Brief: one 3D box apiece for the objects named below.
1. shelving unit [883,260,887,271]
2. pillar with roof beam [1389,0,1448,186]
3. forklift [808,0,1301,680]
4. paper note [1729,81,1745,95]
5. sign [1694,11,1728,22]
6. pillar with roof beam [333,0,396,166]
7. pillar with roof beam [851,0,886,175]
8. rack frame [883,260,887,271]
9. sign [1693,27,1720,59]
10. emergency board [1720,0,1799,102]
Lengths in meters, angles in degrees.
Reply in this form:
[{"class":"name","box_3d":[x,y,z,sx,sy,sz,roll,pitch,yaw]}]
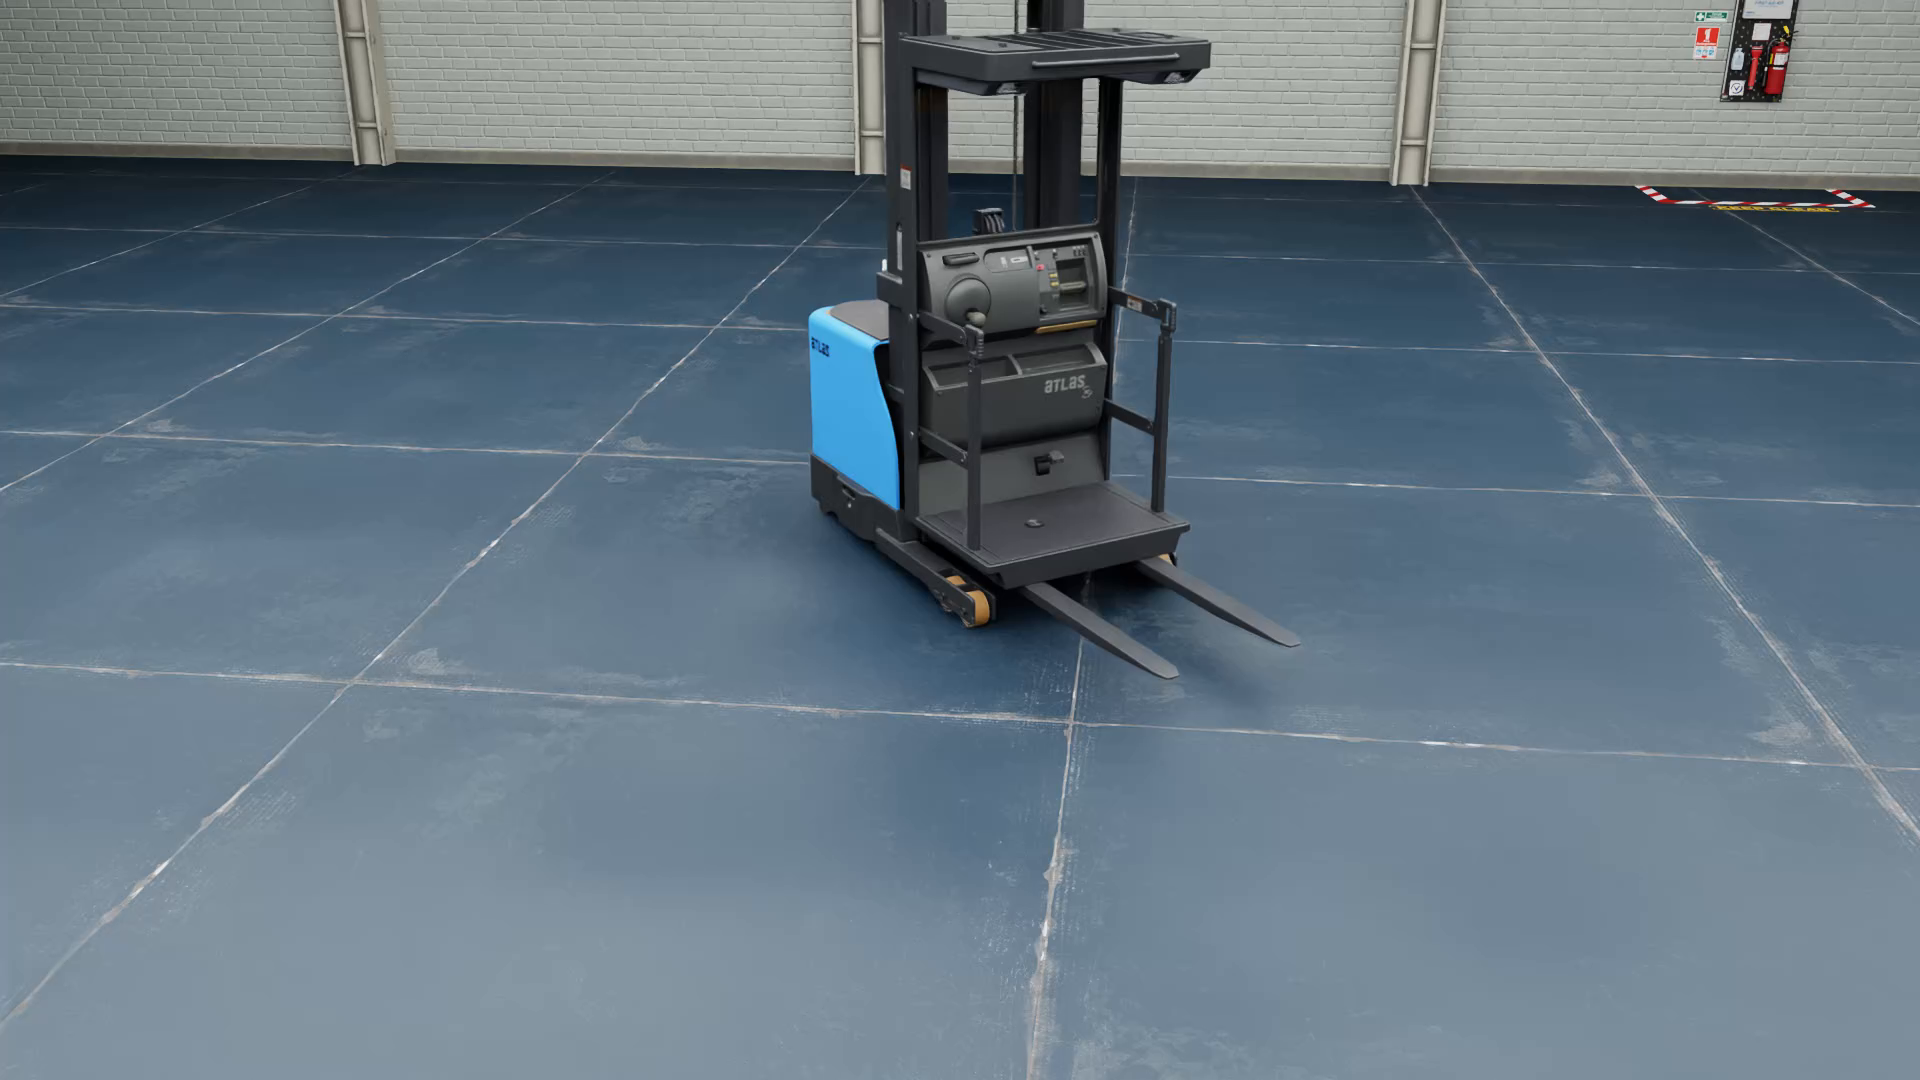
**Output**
[{"class":"shelving unit","box_3d":[-0.135,-0.957,9.221,0.503,1.200,0.258,-10,22,-23]},{"class":"pillar with roof beam","box_3d":[4.467,-6.571,12.822,0.400,9.000,9.100,2,22,6]},{"class":"forklift","box_3d":[0.364,-1.162,7.393,1.130,2.935,3.031,-12,24,-27]},{"class":"paper note","box_3d":[8.314,-4.838,17.794,0.142,0.148,0.016,2,22,6]},{"class":"sign","box_3d":[7.949,-5.536,17.592,0.331,0.109,0.001,2,22,6]},{"class":"pillar with roof beam","box_3d":[-7.450,-7.091,14.135,0.400,9.000,9.100,2,22,6]},{"class":"pillar with roof beam","box_3d":[-1.492,-6.831,13.478,0.400,9.000,9.100,2,22,6]},{"class":"rack frame","box_3d":[-0.356,-0.919,9.124,0.015,1.200,0.240,-10,22,-23]},{"class":"sign","box_3d":[7.945,-5.293,17.699,0.234,0.329,0.001,2,22,6]},{"class":"emergency board","box_3d":[8.482,-5.214,17.549,0.643,1.169,0.194,2,22,6]}]
